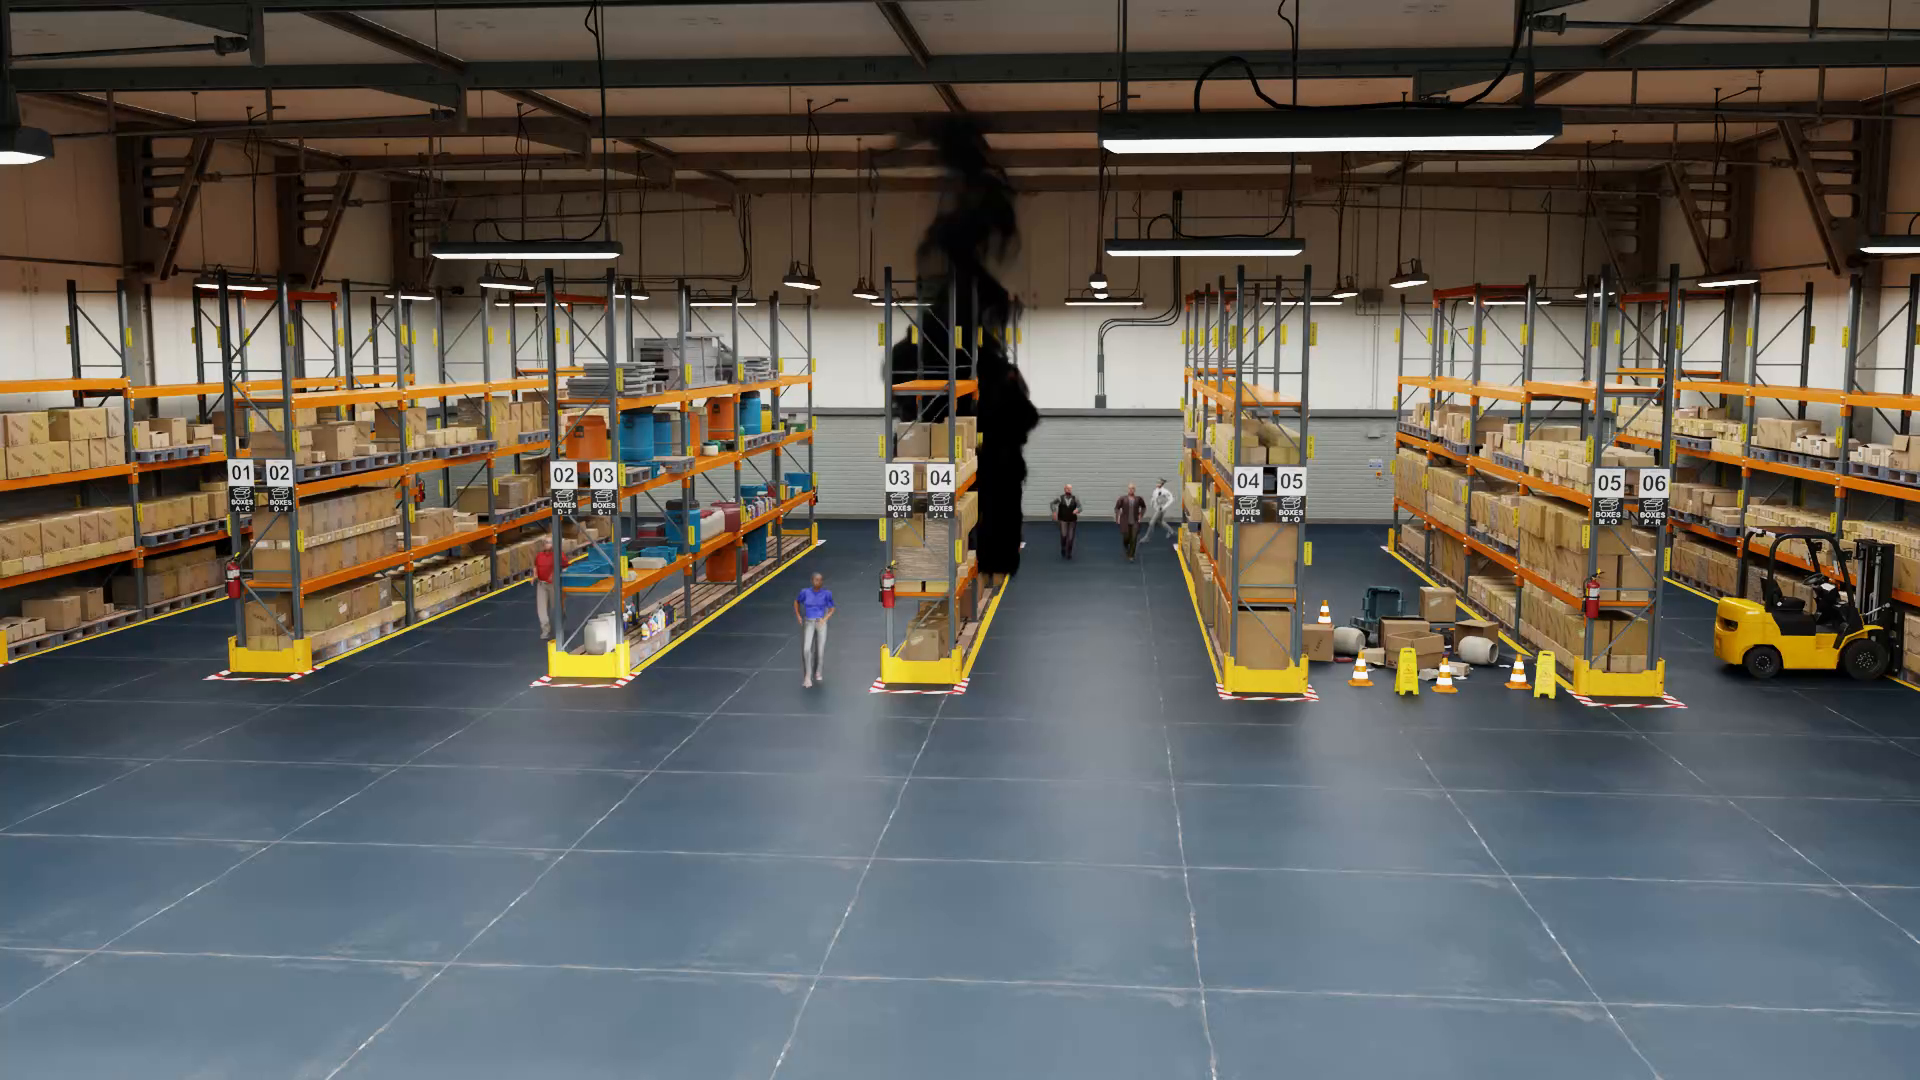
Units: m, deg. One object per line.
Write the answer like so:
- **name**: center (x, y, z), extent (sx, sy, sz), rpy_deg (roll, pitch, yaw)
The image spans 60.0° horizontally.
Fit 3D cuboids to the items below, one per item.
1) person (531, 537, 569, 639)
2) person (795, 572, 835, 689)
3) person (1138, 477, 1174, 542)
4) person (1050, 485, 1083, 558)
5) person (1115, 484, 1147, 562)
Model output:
- **person**: center (-6.872, 0.784, 27.886), extent (0.672, 1.683, 0.779), rpy_deg (1, 7, 7)
- **person**: center (-2.094, 1.288, 24.023), extent (0.585, 1.674, 0.672), rpy_deg (-1, 7, -5)
- **person**: center (4.922, -0.742, 40.671), extent (0.951, 1.618, 0.678), rpy_deg (-3, 7, -20)
- **person**: center (2.431, -0.415, 37.694), extent (0.707, 1.682, 0.732), rpy_deg (-1, 7, -6)
- **person**: center (3.841, -0.393, 37.417), extent (0.721, 1.736, 0.680), rpy_deg (0, 7, 3)
